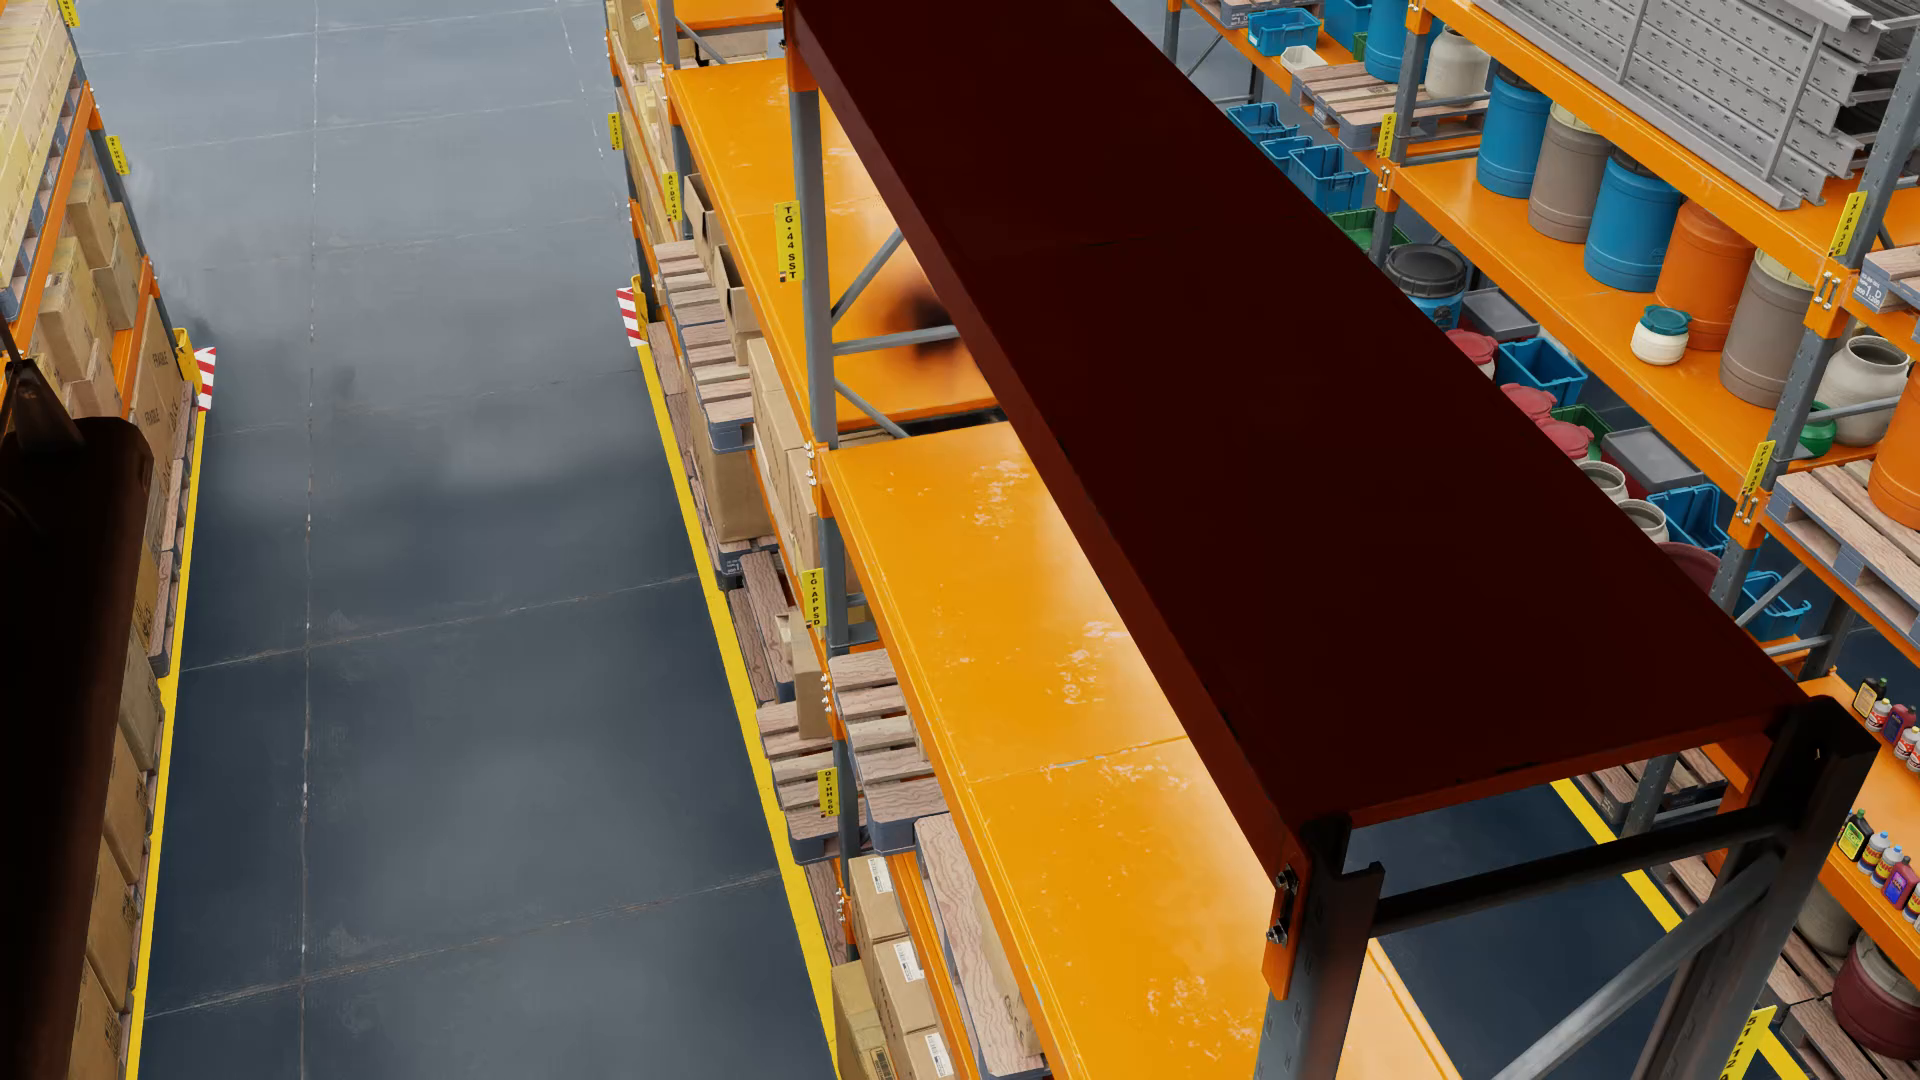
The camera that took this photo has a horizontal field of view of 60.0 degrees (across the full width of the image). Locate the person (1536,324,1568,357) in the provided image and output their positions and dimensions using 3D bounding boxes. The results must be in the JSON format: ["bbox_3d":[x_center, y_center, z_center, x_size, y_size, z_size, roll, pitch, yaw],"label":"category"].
[{"bbox_3d":[5.153,-2.105,14.160,0.539,1.626,0.541,-12,40,-15],"label":"person"}]
